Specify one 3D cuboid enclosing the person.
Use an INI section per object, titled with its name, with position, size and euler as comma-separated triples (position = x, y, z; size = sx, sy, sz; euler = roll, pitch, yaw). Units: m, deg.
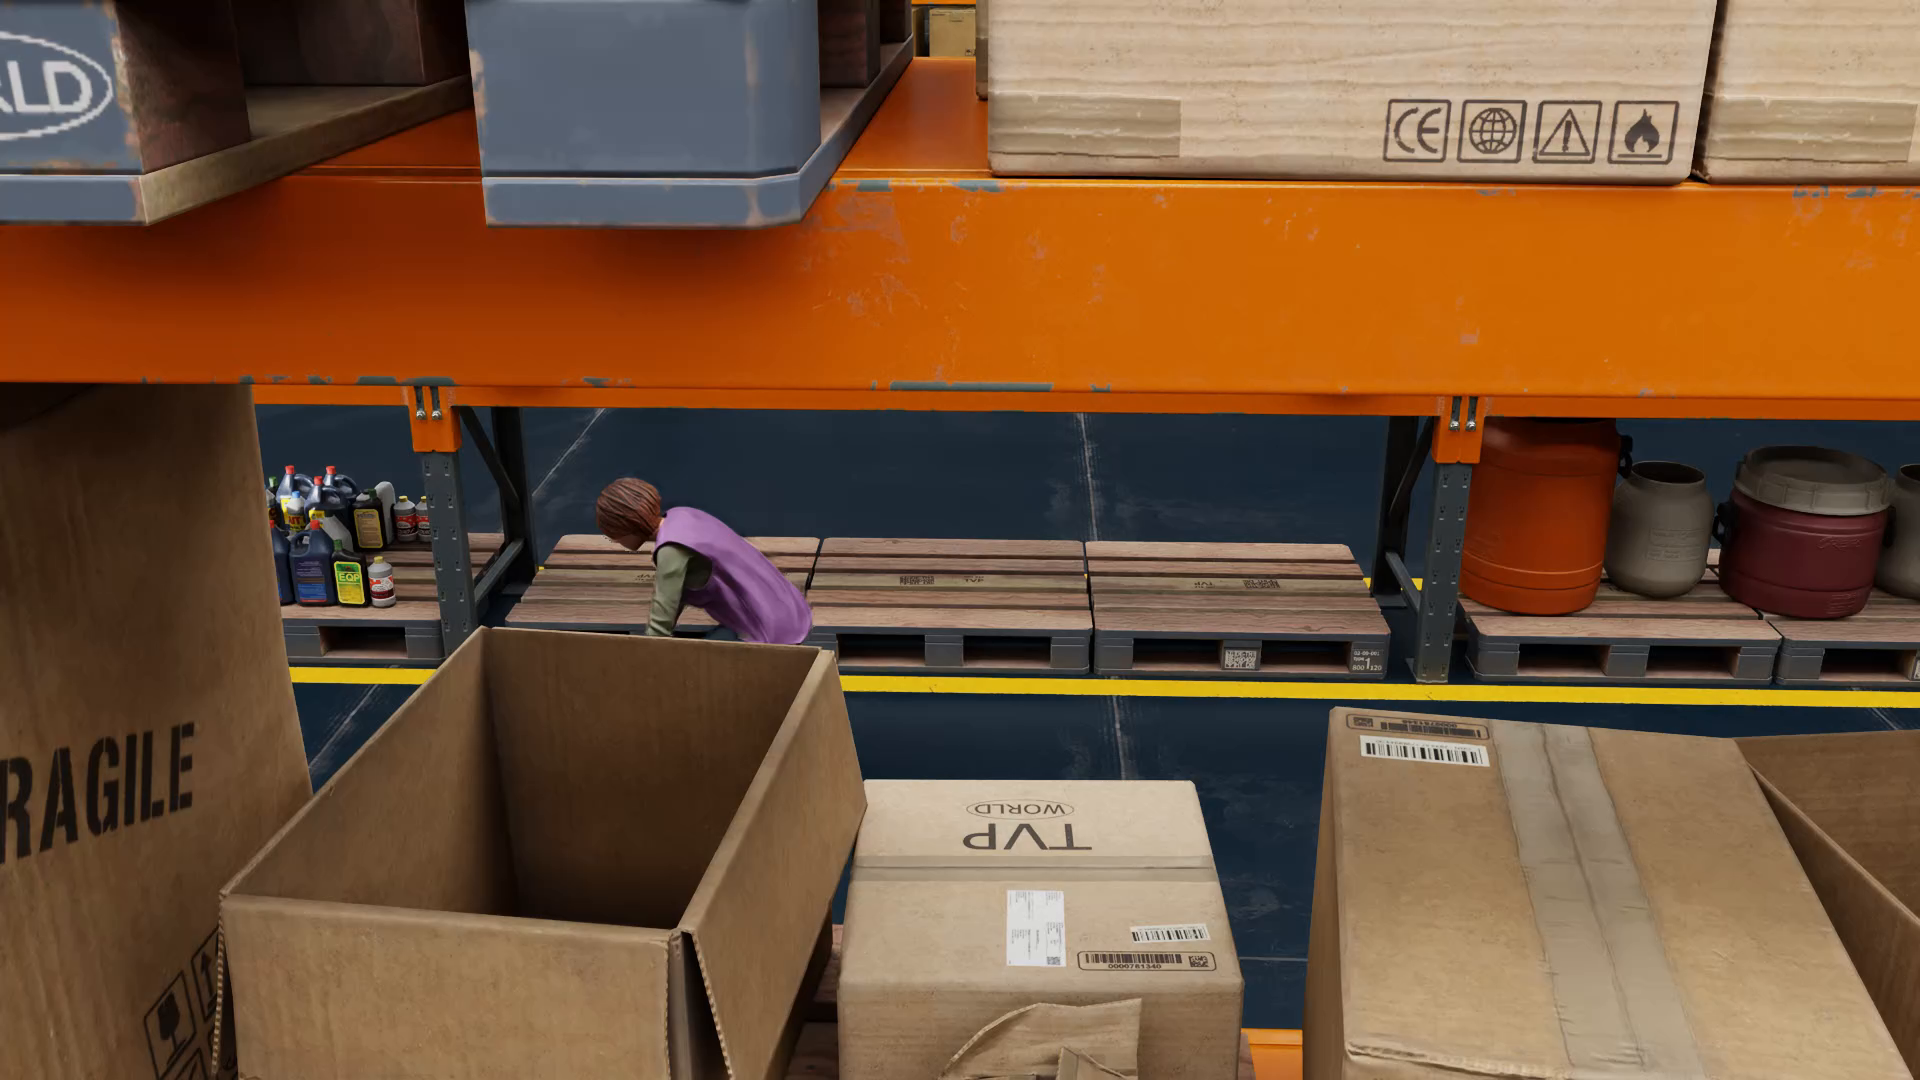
[person]
position = -0.867, 0.357, 5.743
size = 0.708, 1.190, 0.464
euler = 1, 21, 2
